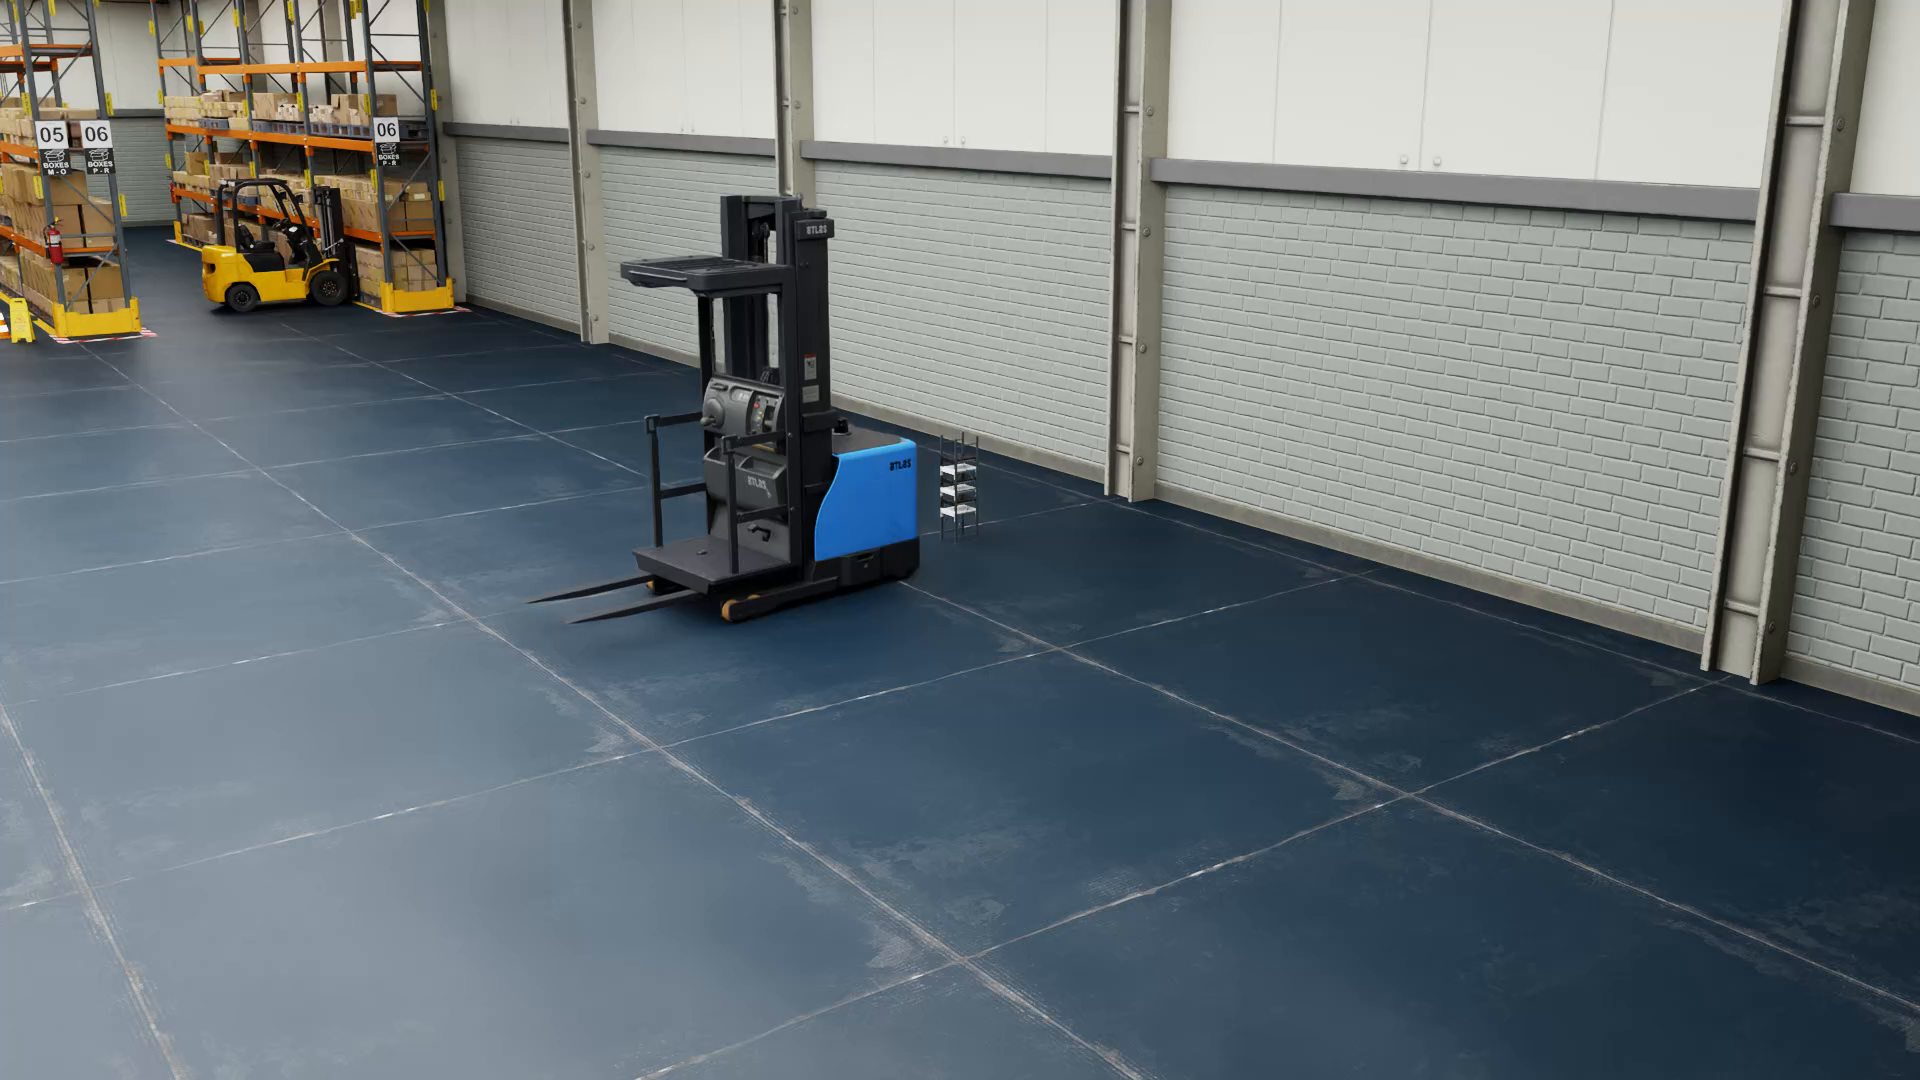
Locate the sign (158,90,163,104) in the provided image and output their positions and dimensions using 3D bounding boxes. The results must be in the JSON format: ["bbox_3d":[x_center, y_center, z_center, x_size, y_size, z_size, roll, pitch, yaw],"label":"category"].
[{"bbox_3d":[-19.155,-10.616,39.844,0.100,0.325,0.005,-11,19,-35],"label":"sign"}]

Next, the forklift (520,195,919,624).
[{"bbox_3d":[-1.747,-0.974,12.082,3.031,2.935,1.130,-14,20,-41],"label":"forklift"}]

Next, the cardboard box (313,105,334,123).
[{"bbox_3d":[-11.368,-7.709,30.061,0.500,0.311,0.500,-10,18,-33],"label":"cardboard box"}]

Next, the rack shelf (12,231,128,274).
[{"bbox_3d":[-14.497,-4.724,27.018,1.077,0.370,4.000,-11,19,-35],"label":"rack shelf"}]

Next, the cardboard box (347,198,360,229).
[{"bbox_3d":[-10.409,-5.750,29.212,0.500,0.500,0.500,-11,19,-36],"label":"cardboard box"}]

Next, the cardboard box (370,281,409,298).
[{"bbox_3d":[-9.840,-4.343,28.675,0.500,0.250,0.500,-11,19,-34],"label":"cardboard box"}]

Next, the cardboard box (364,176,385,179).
[{"bbox_3d":[-10.614,-6.536,30.294,0.380,0.149,0.250,-11,19,-35],"label":"cardboard box"}]

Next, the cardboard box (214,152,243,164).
[{"bbox_3d":[-17.024,-8.770,38.737,0.500,0.500,0.500,-11,19,-36],"label":"cardboard box"}]

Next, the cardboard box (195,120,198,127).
[{"bbox_3d":[-17.107,-9.446,37.700,0.380,0.149,0.250,-10,18,-33],"label":"cardboard box"}]

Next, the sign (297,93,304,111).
[{"bbox_3d":[-12.093,-8.031,30.480,0.100,0.325,0.005,-11,19,-35],"label":"sign"}]

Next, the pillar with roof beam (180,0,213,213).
[{"bbox_3d":[-23.054,-11.773,40.045,9.100,9.000,0.400,-11,19,-35],"label":"pillar with roof beam"}]

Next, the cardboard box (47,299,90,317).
[{"bbox_3d":[-14.028,-3.656,26.167,0.500,0.250,0.500,-11,19,-35],"label":"cardboard box"}]

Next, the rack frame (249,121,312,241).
[{"bbox_3d":[-14.012,-7.124,34.422,1.000,3.000,0.127,-11,19,-35],"label":"rack frame"}]

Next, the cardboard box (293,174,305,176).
[{"bbox_3d":[-13.413,-7.408,34.043,0.380,0.149,0.250,-10,18,-33],"label":"cardboard box"}]

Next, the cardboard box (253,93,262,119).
[{"bbox_3d":[-13.783,-8.677,33.241,0.500,0.500,0.500,-11,19,-34],"label":"cardboard box"}]

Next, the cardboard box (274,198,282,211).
[{"bbox_3d":[-13.349,-6.702,33.164,0.500,0.250,0.500,-12,19,-36],"label":"cardboard box"}]

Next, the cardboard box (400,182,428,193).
[{"bbox_3d":[-9.333,-6.025,28.425,0.380,0.149,0.250,-11,19,-36],"label":"cardboard box"}]

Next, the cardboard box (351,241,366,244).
[{"bbox_3d":[-11.035,-5.261,30.135,0.500,0.250,0.500,-10,18,-33],"label":"cardboard box"}]

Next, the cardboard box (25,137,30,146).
[{"bbox_3d":[-14.339,-6.223,25.924,0.380,0.149,0.250,-11,19,-35],"label":"cardboard box"}]

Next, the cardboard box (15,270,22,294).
[{"bbox_3d":[-15.983,-4.545,29.182,0.950,0.372,0.625,-11,19,-34],"label":"cardboard box"}]

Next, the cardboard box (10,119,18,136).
[{"bbox_3d":[-14.742,-6.555,26.381,0.500,0.250,0.500,-11,19,-34],"label":"cardboard box"}]

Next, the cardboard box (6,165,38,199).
[{"bbox_3d":[-15.034,-5.821,27.014,0.700,0.500,0.500,-11,19,-36],"label":"cardboard box"}]

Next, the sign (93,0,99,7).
[{"bbox_3d":[-12.882,-8.111,24.744,0.100,0.325,0.005,-11,19,-35],"label":"sign"}]

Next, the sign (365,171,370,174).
[{"bbox_3d":[-11.212,-6.812,31.492,0.100,0.325,0.005,-11,19,-35],"label":"sign"}]

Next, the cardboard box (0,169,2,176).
[{"bbox_3d":[-16.543,-6.414,29.052,0.380,0.149,0.250,-12,19,-36],"label":"cardboard box"}]

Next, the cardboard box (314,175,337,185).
[{"bbox_3d":[-11.713,-6.660,30.746,0.380,0.149,0.250,-10,18,-33],"label":"cardboard box"}]

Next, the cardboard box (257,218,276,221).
[{"bbox_3d":[-15.315,-7.030,36.791,0.380,0.149,0.250,-10,18,-33],"label":"cardboard box"}]

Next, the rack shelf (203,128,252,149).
[{"bbox_3d":[-15.188,-8.651,35.681,1.077,0.370,4.000,-11,19,-35],"label":"rack shelf"}]

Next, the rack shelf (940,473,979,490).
[{"bbox_3d":[-0.005,-0.490,13.949,0.258,0.077,0.200,-11,19,-35],"label":"rack shelf"}]

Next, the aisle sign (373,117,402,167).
[{"bbox_3d":[-9.507,-6.610,27.619,0.394,0.787,0.004,-11,19,-35],"label":"aisle sign"}]

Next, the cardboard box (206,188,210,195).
[{"bbox_3d":[-16.926,-7.938,37.872,0.380,0.149,0.250,-10,18,-33],"label":"cardboard box"}]

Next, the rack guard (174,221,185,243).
[{"bbox_3d":[-18.671,-7.610,40.934,1.175,0.500,0.348,-11,19,-35],"label":"rack guard"}]

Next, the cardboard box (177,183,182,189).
[{"bbox_3d":[-18.745,-8.598,40.284,0.380,0.149,0.250,-11,19,-35],"label":"cardboard box"}]

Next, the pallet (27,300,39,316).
[{"bbox_3d":[-15.250,-4.015,28.347,1.003,0.211,1.213,-11,19,-35],"label":"pallet"}]

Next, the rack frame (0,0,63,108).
[{"bbox_3d":[-15.673,-8.392,27.691,1.000,3.000,0.127,-11,19,-35],"label":"rack frame"}]

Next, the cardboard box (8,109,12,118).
[{"bbox_3d":[-15.108,-6.876,26.802,0.380,0.149,0.250,-12,19,-36],"label":"cardboard box"}]

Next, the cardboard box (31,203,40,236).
[{"bbox_3d":[-14.154,-5.017,25.970,0.500,0.500,0.500,-11,19,-34],"label":"cardboard box"}]

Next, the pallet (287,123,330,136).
[{"bbox_3d":[-12.189,-7.810,31.611,0.805,0.209,1.217,-12,19,-37],"label":"pallet"}]

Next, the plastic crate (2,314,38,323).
[{"bbox_3d":[-15.413,-3.628,27.179,0.583,0.080,0.402,10,18,33],"label":"plastic crate"}]

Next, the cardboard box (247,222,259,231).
[{"bbox_3d":[-15.078,-6.733,35.704,0.380,0.149,0.250,-11,19,-35],"label":"cardboard box"}]

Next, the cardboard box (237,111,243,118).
[{"bbox_3d":[-14.867,-8.894,34.735,0.380,0.149,0.250,-11,19,-35],"label":"cardboard box"}]

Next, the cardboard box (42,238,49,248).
[{"bbox_3d":[-13.953,-4.607,25.701,0.380,0.149,0.250,-11,19,-35],"label":"cardboard box"}]

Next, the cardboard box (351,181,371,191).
[{"bbox_3d":[-10.364,-6.166,28.942,0.380,0.149,0.250,-10,18,-33],"label":"cardboard box"}]

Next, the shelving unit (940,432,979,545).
[{"bbox_3d":[-0.005,-0.436,13.964,0.258,0.900,0.210,-11,19,-35],"label":"shelving unit"}]

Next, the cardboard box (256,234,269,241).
[{"bbox_3d":[-14.435,-6.178,34.904,0.500,0.500,0.500,-10,18,-33],"label":"cardboard box"}]

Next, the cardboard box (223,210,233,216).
[{"bbox_3d":[-16.319,-7.323,37.296,0.380,0.149,0.250,-11,19,-35],"label":"cardboard box"}]

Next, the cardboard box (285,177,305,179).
[{"bbox_3d":[-13.064,-7.057,32.758,0.380,0.149,0.250,-11,19,-35],"label":"cardboard box"}]

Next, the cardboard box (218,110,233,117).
[{"bbox_3d":[-15.586,-9.104,35.468,0.380,0.149,0.250,-10,18,-33],"label":"cardboard box"}]

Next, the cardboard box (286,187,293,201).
[{"bbox_3d":[-12.760,-6.722,32.292,0.500,0.250,0.500,-10,18,-33],"label":"cardboard box"}]

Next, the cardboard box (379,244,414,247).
[{"bbox_3d":[-10.020,-5.121,29.622,0.500,0.250,0.500,-11,19,-35],"label":"cardboard box"}]

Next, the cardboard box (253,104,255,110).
[{"bbox_3d":[-14.454,-8.861,34.054,0.380,0.149,0.250,-10,18,-33],"label":"cardboard box"}]

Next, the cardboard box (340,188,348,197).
[{"bbox_3d":[-10.793,-6.189,29.587,0.380,0.149,0.250,-11,19,-36],"label":"cardboard box"}]

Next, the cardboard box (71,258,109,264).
[{"bbox_3d":[-14.186,-4.322,27.177,0.500,0.500,0.500,-10,18,-33],"label":"cardboard box"}]
